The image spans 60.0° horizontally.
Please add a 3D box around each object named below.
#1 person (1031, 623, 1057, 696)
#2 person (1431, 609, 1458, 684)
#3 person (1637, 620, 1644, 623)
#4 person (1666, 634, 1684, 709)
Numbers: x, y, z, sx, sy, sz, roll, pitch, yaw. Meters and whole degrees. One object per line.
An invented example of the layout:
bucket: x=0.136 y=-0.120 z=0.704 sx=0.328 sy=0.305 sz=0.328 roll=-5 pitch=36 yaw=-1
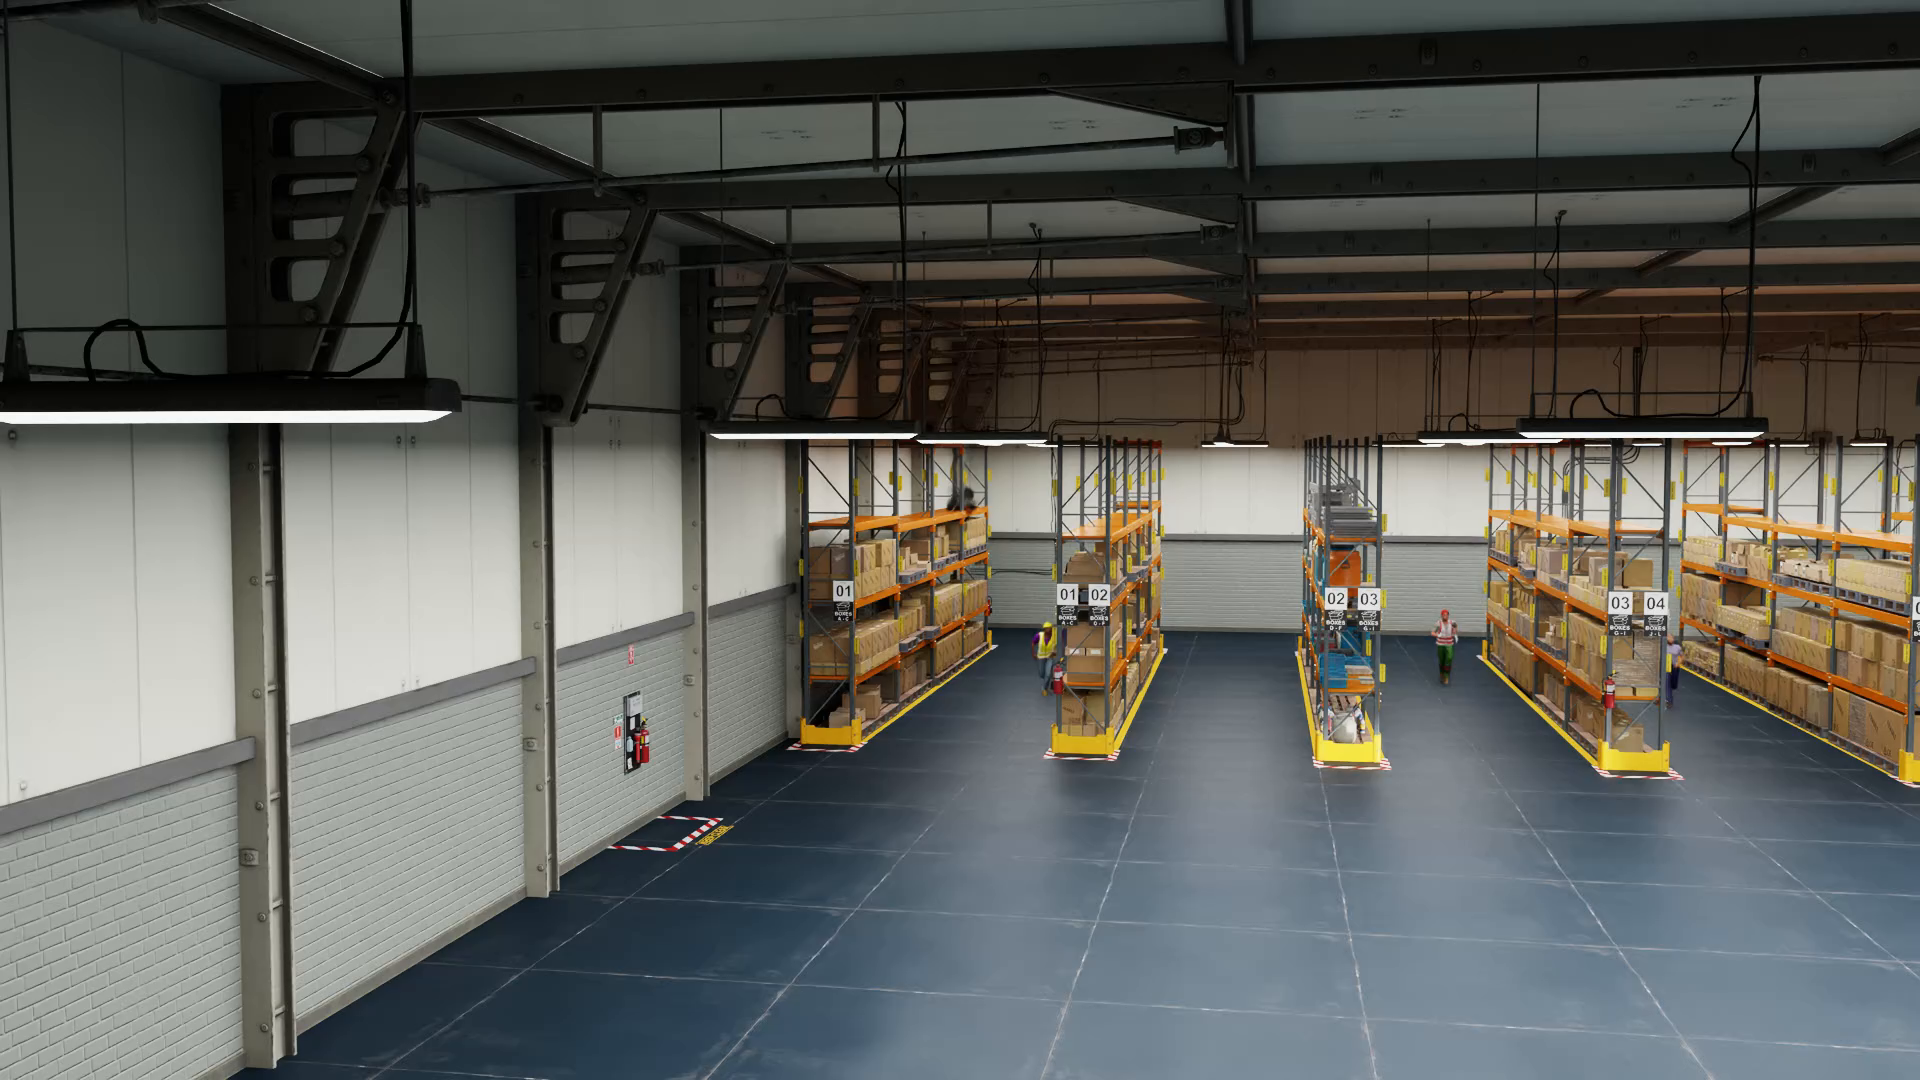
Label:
person: x=2.031 y=2.777 z=39.000 sx=0.740 sy=1.718 sz=0.700 roll=1 pitch=3 yaw=11
person: x=11.947 y=2.633 z=41.018 sx=0.680 sy=1.867 sz=0.849 roll=0 pitch=3 yaw=6
person: x=18.466 y=2.471 z=44.997 sx=0.634 sy=1.733 sz=0.684 roll=3 pitch=4 yaw=43
person: x=15.922 y=2.920 z=37.291 sx=0.579 sy=1.646 sz=1.053 roll=0 pitch=3 yaw=7
